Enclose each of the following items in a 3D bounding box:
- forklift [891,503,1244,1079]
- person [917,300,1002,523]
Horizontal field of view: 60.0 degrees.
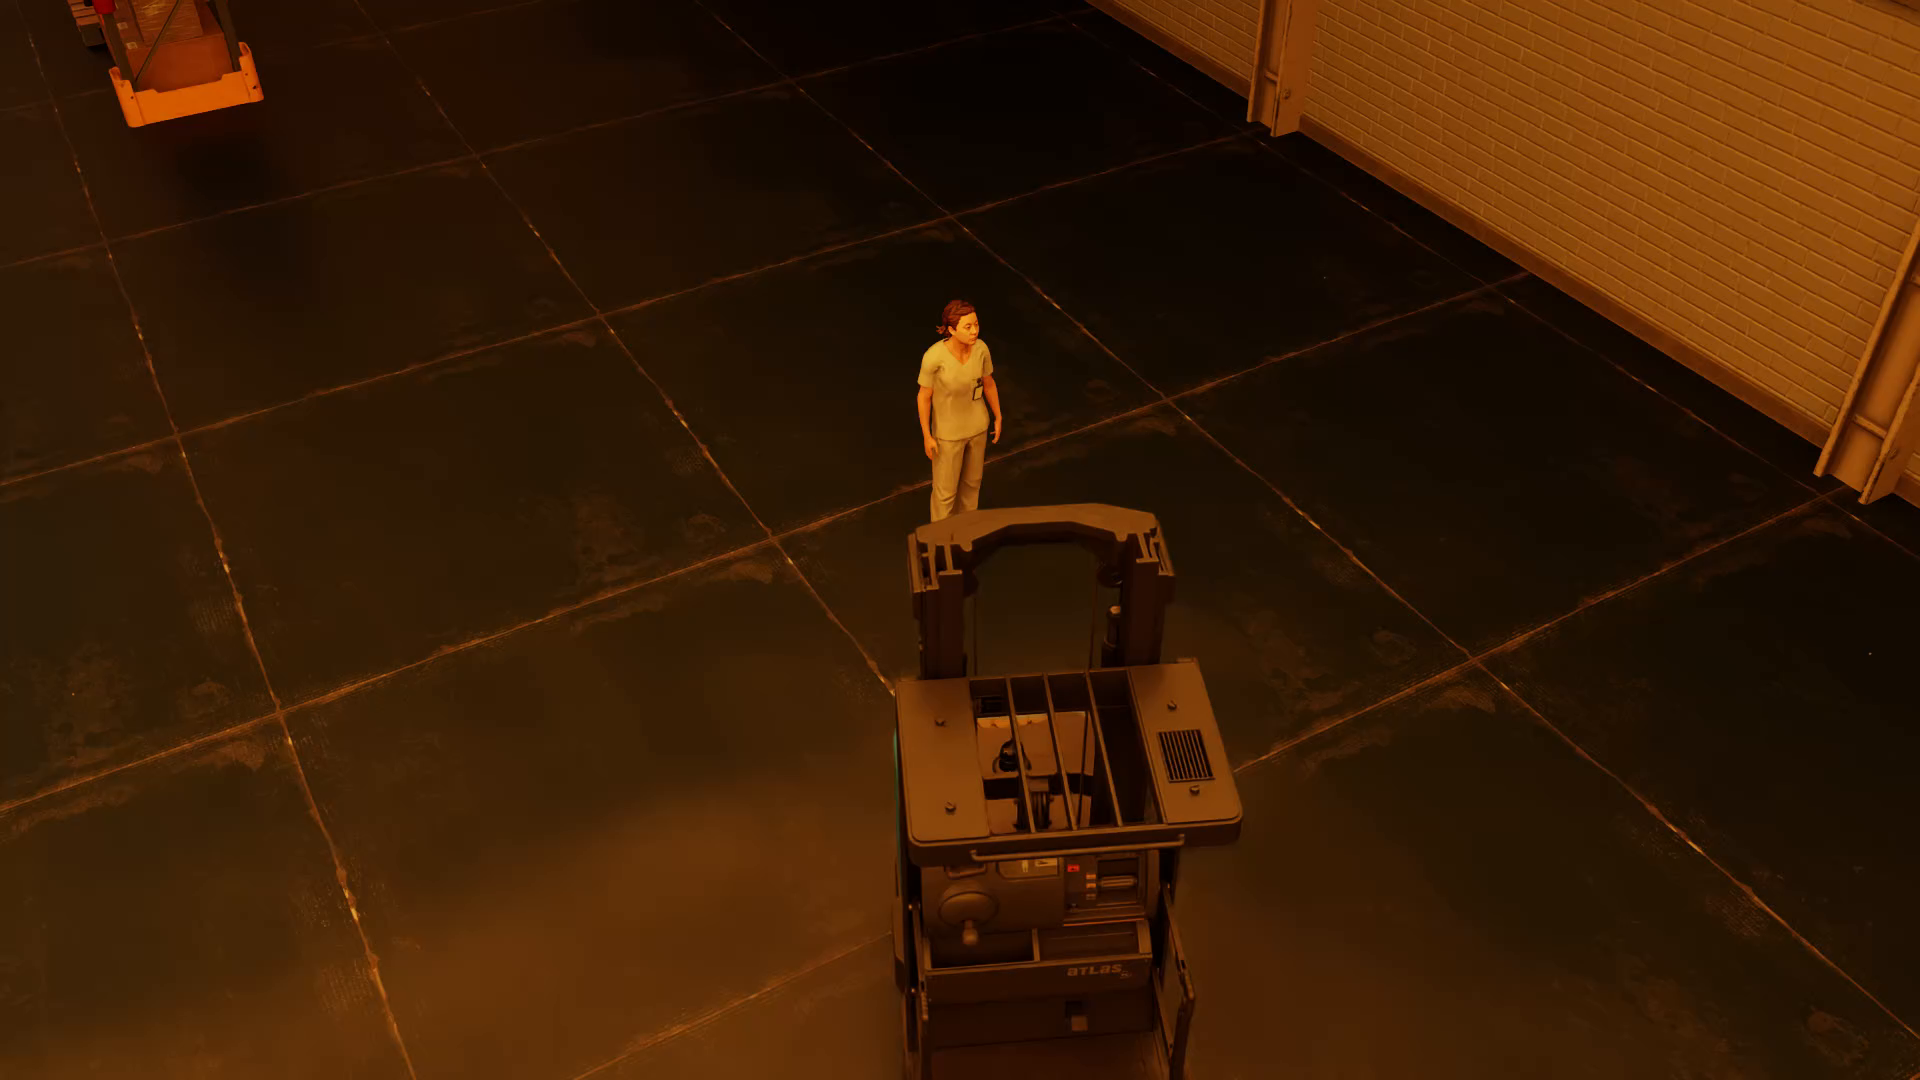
[{"bbox_3d":[0.336,1.435,6.307,1.130,2.935,3.031,-4,40,-4],"label":"forklift"},{"bbox_3d":[0.025,-0.605,9.738,0.549,1.673,0.548,-20,44,-23],"label":"person"}]
